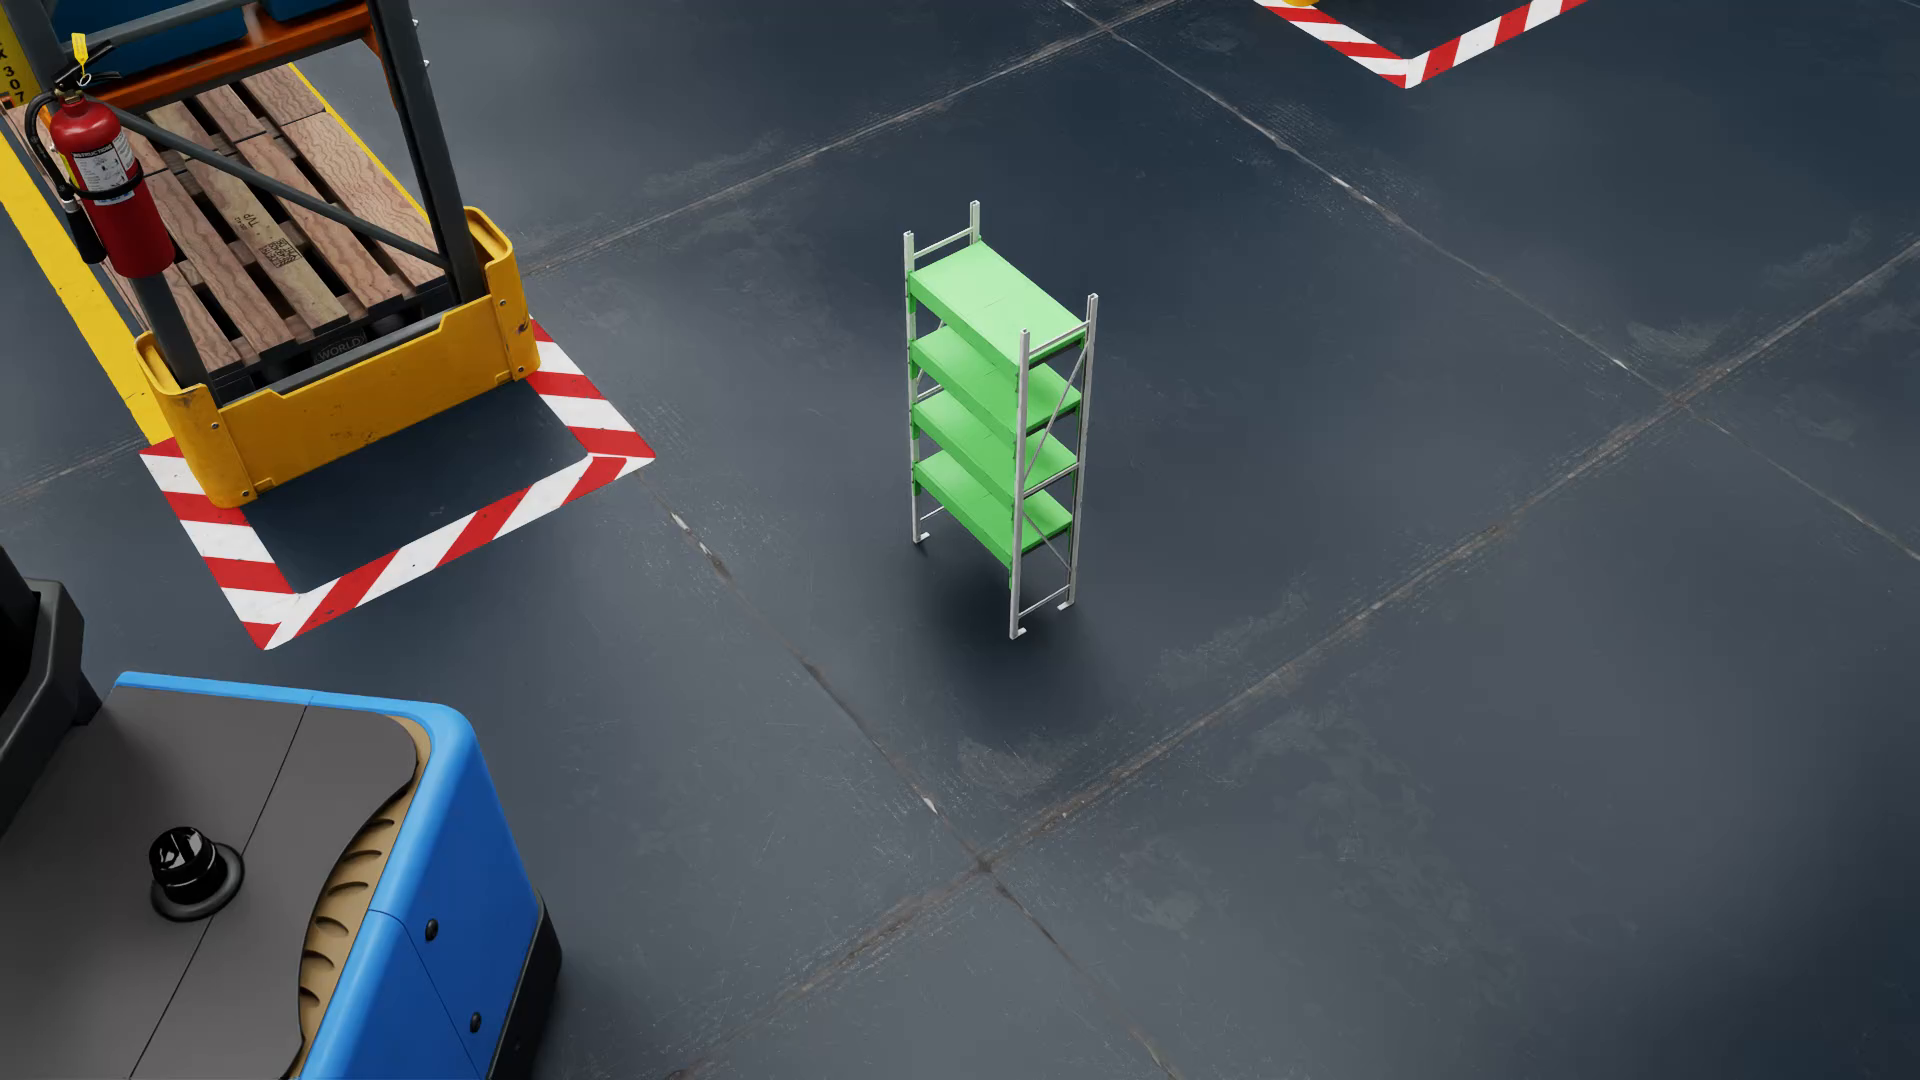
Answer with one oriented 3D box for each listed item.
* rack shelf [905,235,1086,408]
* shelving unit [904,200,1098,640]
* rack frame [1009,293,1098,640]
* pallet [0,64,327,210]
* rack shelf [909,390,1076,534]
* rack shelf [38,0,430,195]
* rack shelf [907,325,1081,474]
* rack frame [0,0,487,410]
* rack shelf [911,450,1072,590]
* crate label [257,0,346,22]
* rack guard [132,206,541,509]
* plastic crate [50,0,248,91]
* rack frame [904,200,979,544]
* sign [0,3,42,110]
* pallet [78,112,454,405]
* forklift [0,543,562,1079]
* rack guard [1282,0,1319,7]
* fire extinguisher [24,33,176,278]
[{"bbox_3d":[0.100,-0.585,4.409,0.258,0.148,0.480,-29,54,-24],"label":"rack shelf"},{"bbox_3d":[0.100,-0.305,4.717,0.258,1.200,0.503,-29,54,-24],"label":"shelving unit"},{"bbox_3d":[0.248,-0.162,4.587,0.240,1.200,0.015,-29,54,-24],"label":"rack frame"},{"bbox_3d":[-3.235,-1.745,6.689,1.003,0.211,1.213,-29,54,-24],"label":"pallet"},{"bbox_3d":[0.100,-0.262,4.764,0.258,0.148,0.480,-29,54,-24],"label":"rack shelf"},{"bbox_3d":[-3.243,-2.396,5.883,1.077,0.370,4.000,-29,54,-24],"label":"rack shelf"},{"bbox_3d":[0.100,-0.424,4.587,0.258,0.148,0.480,-29,54,-24],"label":"rack shelf"},{"bbox_3d":[-2.032,-1.459,4.548,1.000,3.000,0.127,-29,54,-24],"label":"rack frame"},{"bbox_3d":[0.100,-0.101,4.942,0.258,0.148,0.480,-29,54,-24],"label":"rack shelf"},{"bbox_3d":[-1.919,-1.716,4.853,0.416,0.233,0.303,-29,54,-24],"label":"crate label"},{"bbox_3d":[-2.007,-0.611,5.466,1.175,0.500,0.348,-29,54,-24],"label":"rack guard"},{"bbox_3d":[-2.383,-1.604,4.615,0.616,0.435,0.499,-29,54,-24],"label":"plastic crate"},{"bbox_3d":[-0.048,-0.449,4.847,0.240,1.200,0.015,-29,54,-24],"label":"rack frame"},{"bbox_3d":[-2.460,-1.257,4.255,0.100,0.325,0.005,-29,54,-24],"label":"sign"},{"bbox_3d":[-2.500,-1.026,6.037,1.003,0.211,1.213,-29,54,-24],"label":"pallet"},{"bbox_3d":[-2.559,0.307,2.993,3.031,2.935,1.130,5,48,5],"label":"forklift"},{"bbox_3d":[1.867,-2.884,7.527,1.175,0.500,0.348,-29,54,-24],"label":"rack guard"},{"bbox_3d":[-2.302,-1.015,4.449,0.296,0.674,0.183,-29,54,-24],"label":"fire extinguisher"}]
